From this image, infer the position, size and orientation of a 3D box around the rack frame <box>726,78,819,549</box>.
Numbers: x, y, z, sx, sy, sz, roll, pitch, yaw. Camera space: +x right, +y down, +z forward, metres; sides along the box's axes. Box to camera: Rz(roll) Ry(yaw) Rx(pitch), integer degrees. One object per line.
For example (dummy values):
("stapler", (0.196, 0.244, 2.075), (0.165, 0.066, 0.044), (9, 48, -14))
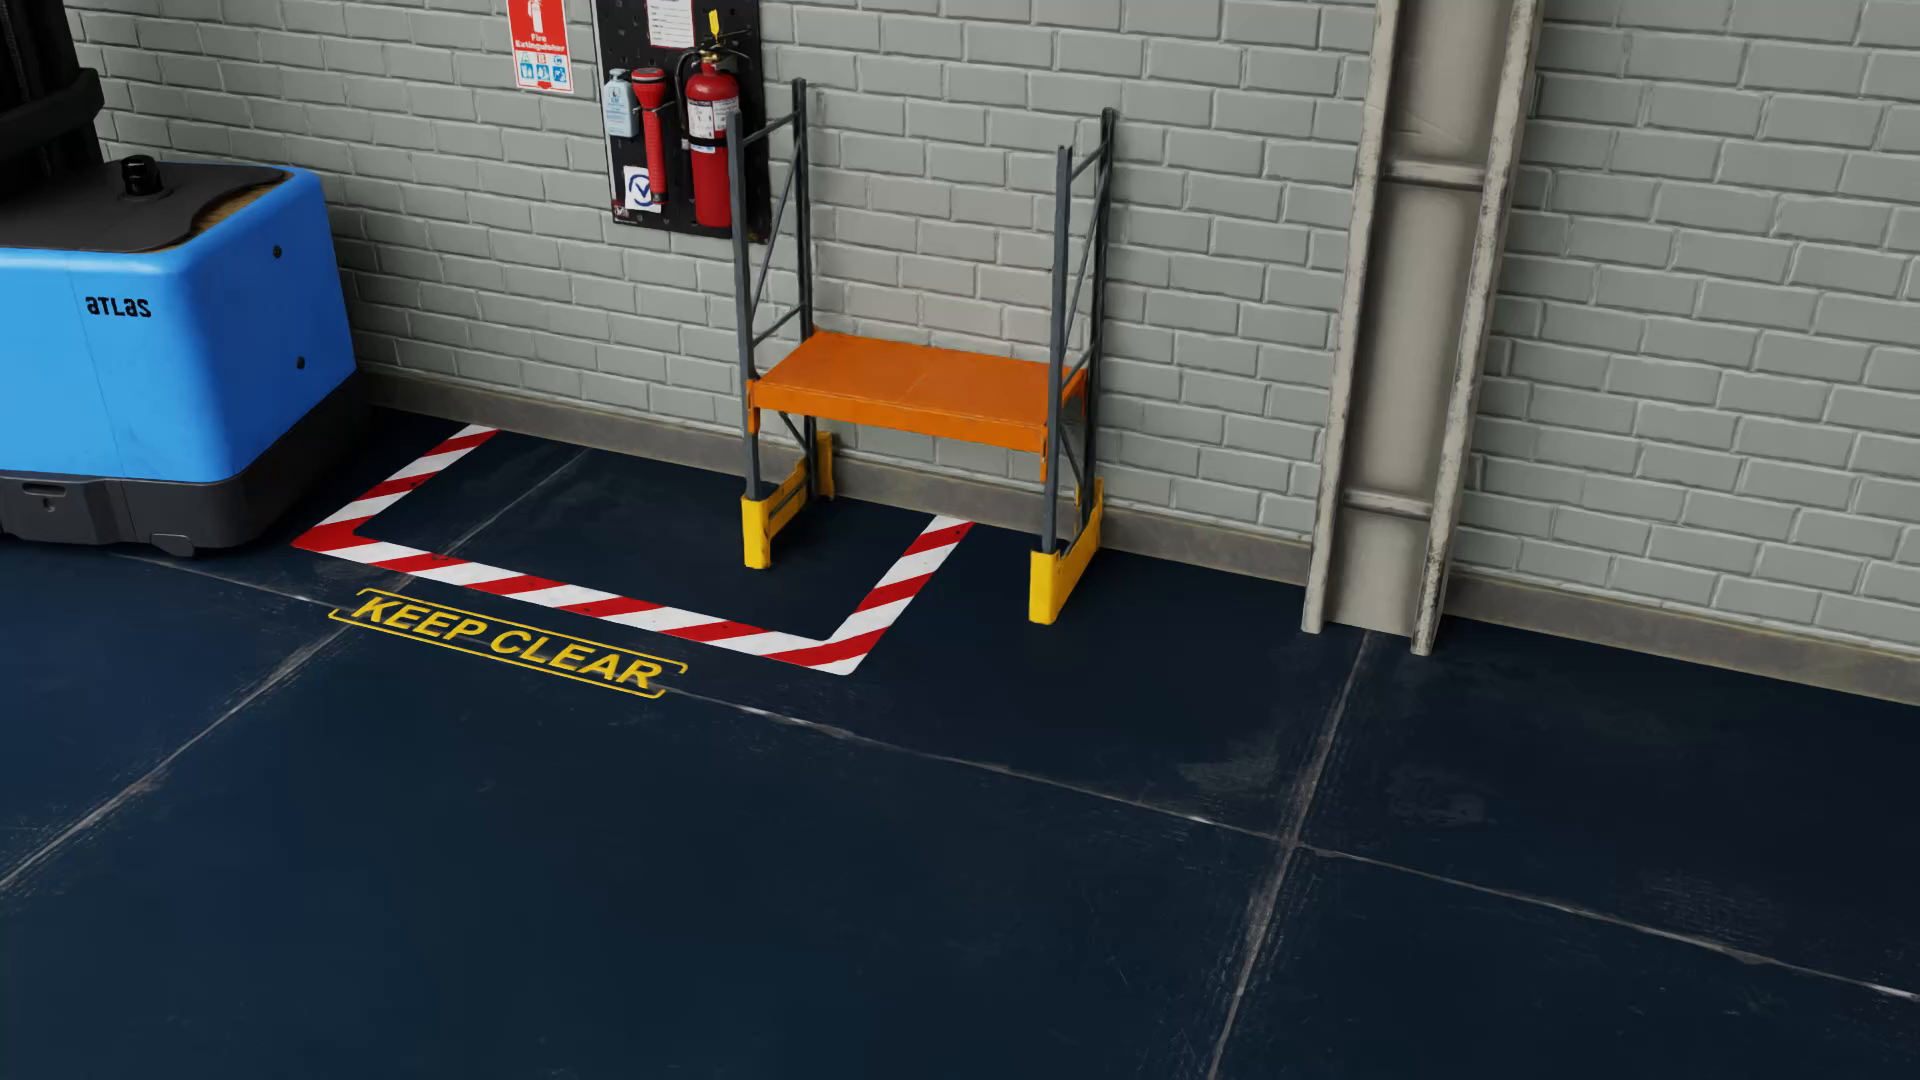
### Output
("rack frame", (-0.598, -0.699, 5.438), (0.032, 1.500, 0.500), (10, 30, 17))

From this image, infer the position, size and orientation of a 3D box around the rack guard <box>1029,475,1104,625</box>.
("rack guard", (0.350, 0.023, 5.437), (0.087, 0.250, 0.587), (10, 30, 17))

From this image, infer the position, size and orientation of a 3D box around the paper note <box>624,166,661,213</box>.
("paper note", (-1.097, -1.209, 5.736), (0.142, 0.148, 0.016), (11, 31, 19))

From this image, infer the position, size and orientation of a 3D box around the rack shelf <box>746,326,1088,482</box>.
("rack shelf", (-0.122, -0.454, 5.374), (1.000, 0.185, 0.538), (10, 30, 17))

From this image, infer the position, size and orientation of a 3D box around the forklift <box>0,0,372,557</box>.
("forklift", (-3.814, -1.536, 5.489), (3.031, 2.935, 1.130), (4, 30, 7))

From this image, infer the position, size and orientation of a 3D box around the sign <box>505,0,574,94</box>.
("sign", (-1.432, -1.693, 5.661), (0.234, 0.329, 0.001), (11, 31, 19))

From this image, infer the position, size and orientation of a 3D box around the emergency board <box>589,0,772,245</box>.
("emergency board", (-0.958, -1.529, 5.406), (0.643, 1.169, 0.194), (11, 31, 19))

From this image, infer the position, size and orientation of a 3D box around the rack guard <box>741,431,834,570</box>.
("rack guard", (-0.587, -0.145, 5.728), (0.087, 0.250, 0.587), (10, 30, 17))

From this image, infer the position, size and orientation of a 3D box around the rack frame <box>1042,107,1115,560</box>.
("rack frame", (0.359, -0.526, 5.141), (0.032, 1.500, 0.500), (10, 30, 17))

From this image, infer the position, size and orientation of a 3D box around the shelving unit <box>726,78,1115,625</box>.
("shelving unit", (-0.111, -0.611, 5.286), (1.083, 1.500, 0.587), (10, 30, 17))
